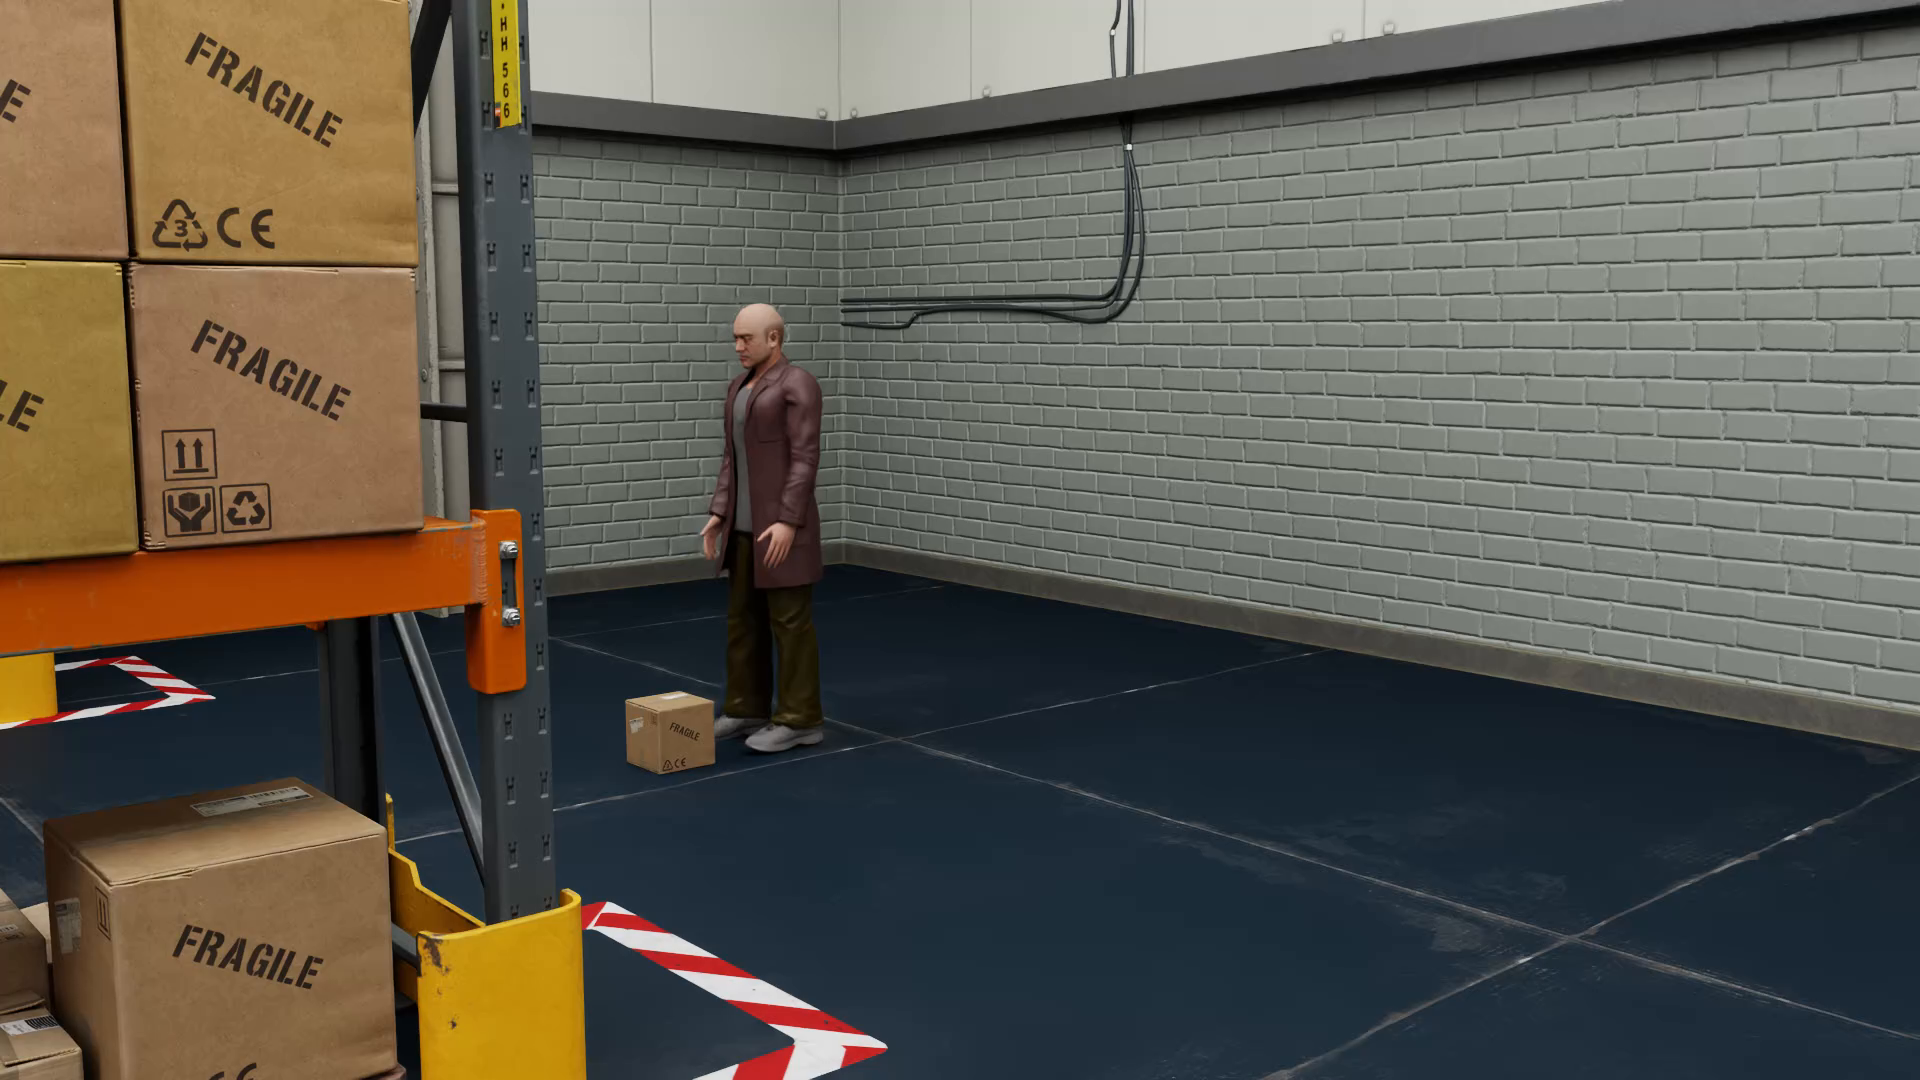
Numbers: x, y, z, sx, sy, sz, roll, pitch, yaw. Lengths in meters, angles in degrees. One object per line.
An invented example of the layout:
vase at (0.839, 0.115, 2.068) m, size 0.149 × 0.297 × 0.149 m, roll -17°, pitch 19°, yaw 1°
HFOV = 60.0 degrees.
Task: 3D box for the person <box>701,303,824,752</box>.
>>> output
person at (-0.799, -0.040, 6.691) m, size 0.430 × 1.806 × 0.572 m, roll -6°, pitch 10°, yaw -41°
